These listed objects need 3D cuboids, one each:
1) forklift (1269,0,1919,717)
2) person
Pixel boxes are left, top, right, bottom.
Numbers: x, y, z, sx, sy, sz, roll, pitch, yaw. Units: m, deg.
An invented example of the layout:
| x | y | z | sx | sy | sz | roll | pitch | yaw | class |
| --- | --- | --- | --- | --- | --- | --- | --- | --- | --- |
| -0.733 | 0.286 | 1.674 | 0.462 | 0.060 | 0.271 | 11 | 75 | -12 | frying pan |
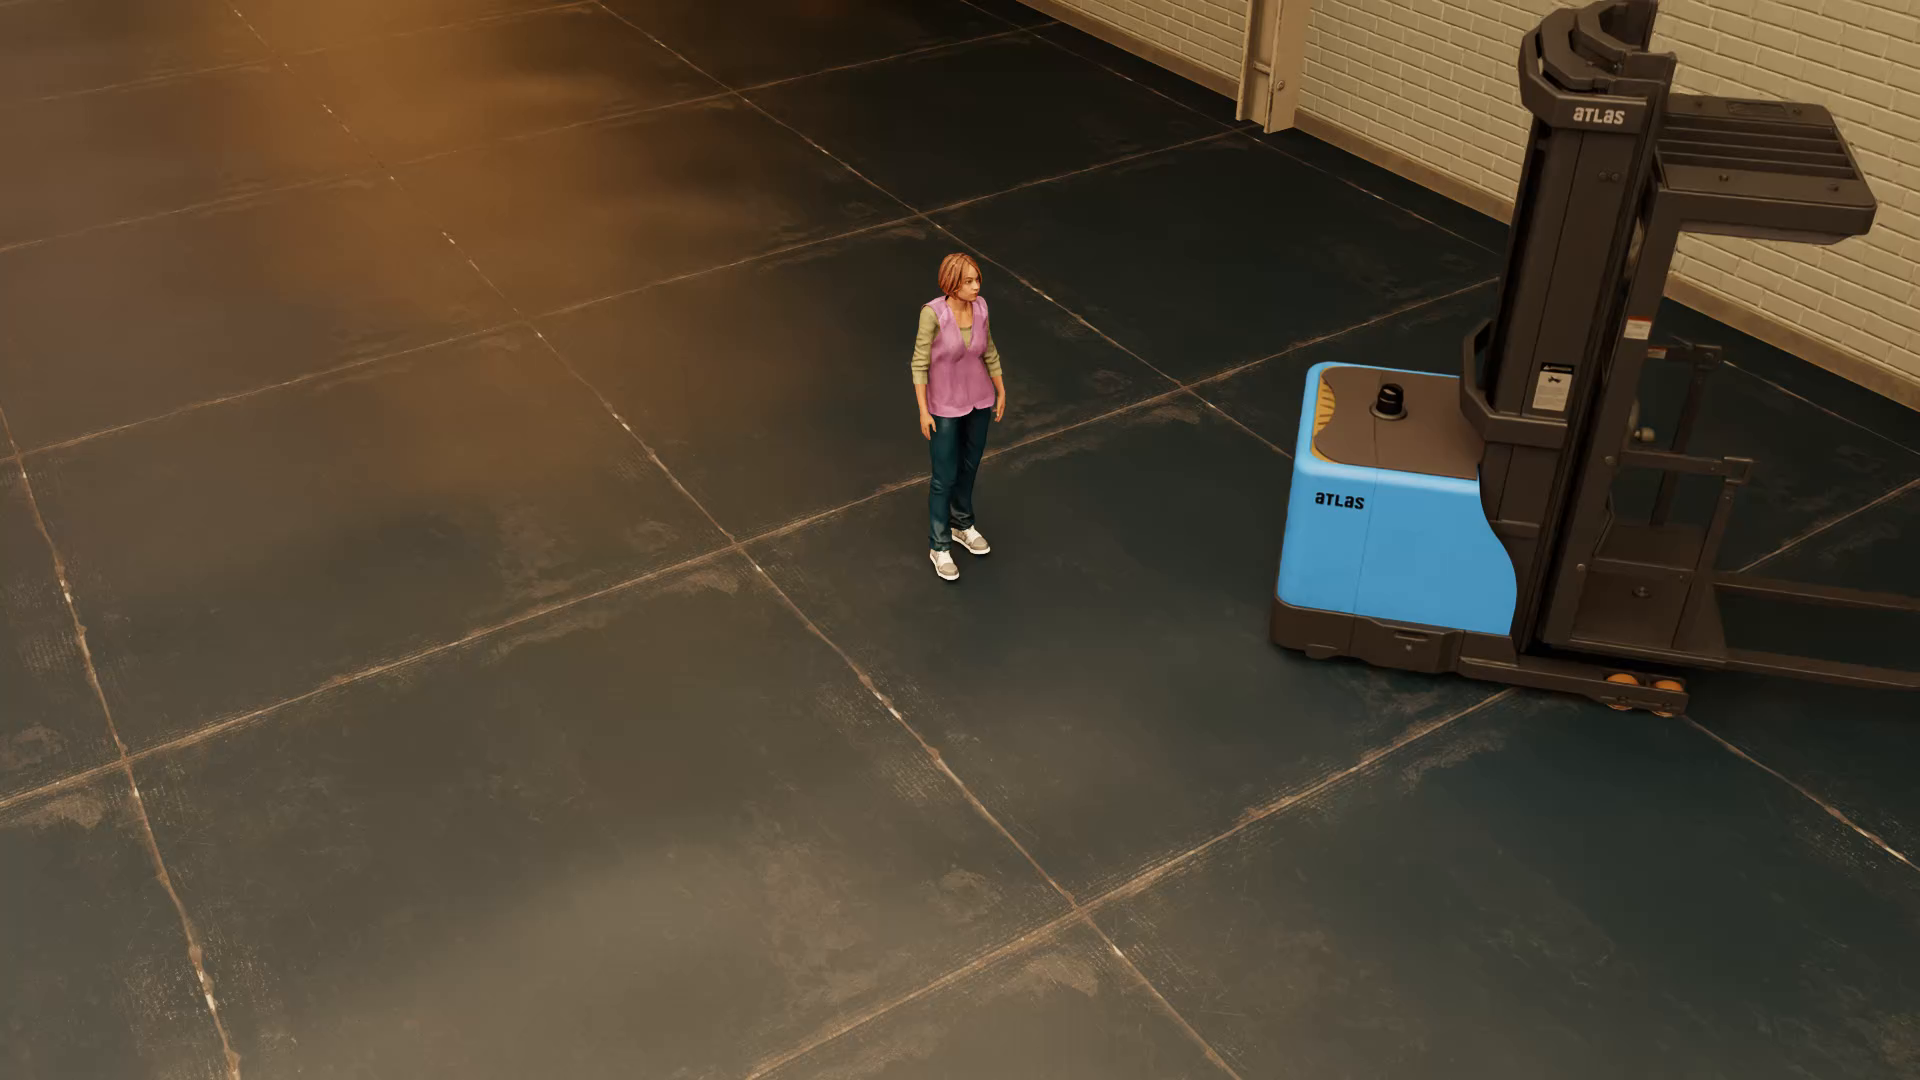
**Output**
| x | y | z | sx | sy | sz | roll | pitch | yaw | class |
| --- | --- | --- | --- | --- | --- | --- | --- | --- | --- |
| 3.046 | -0.734 | 7.192 | 3.031 | 2.935 | 1.130 | 8 | 36 | 11 | forklift |
| 0.028 | -0.620 | 8.176 | 0.519 | 1.598 | 0.475 | -21 | 40 | -27 | person |
